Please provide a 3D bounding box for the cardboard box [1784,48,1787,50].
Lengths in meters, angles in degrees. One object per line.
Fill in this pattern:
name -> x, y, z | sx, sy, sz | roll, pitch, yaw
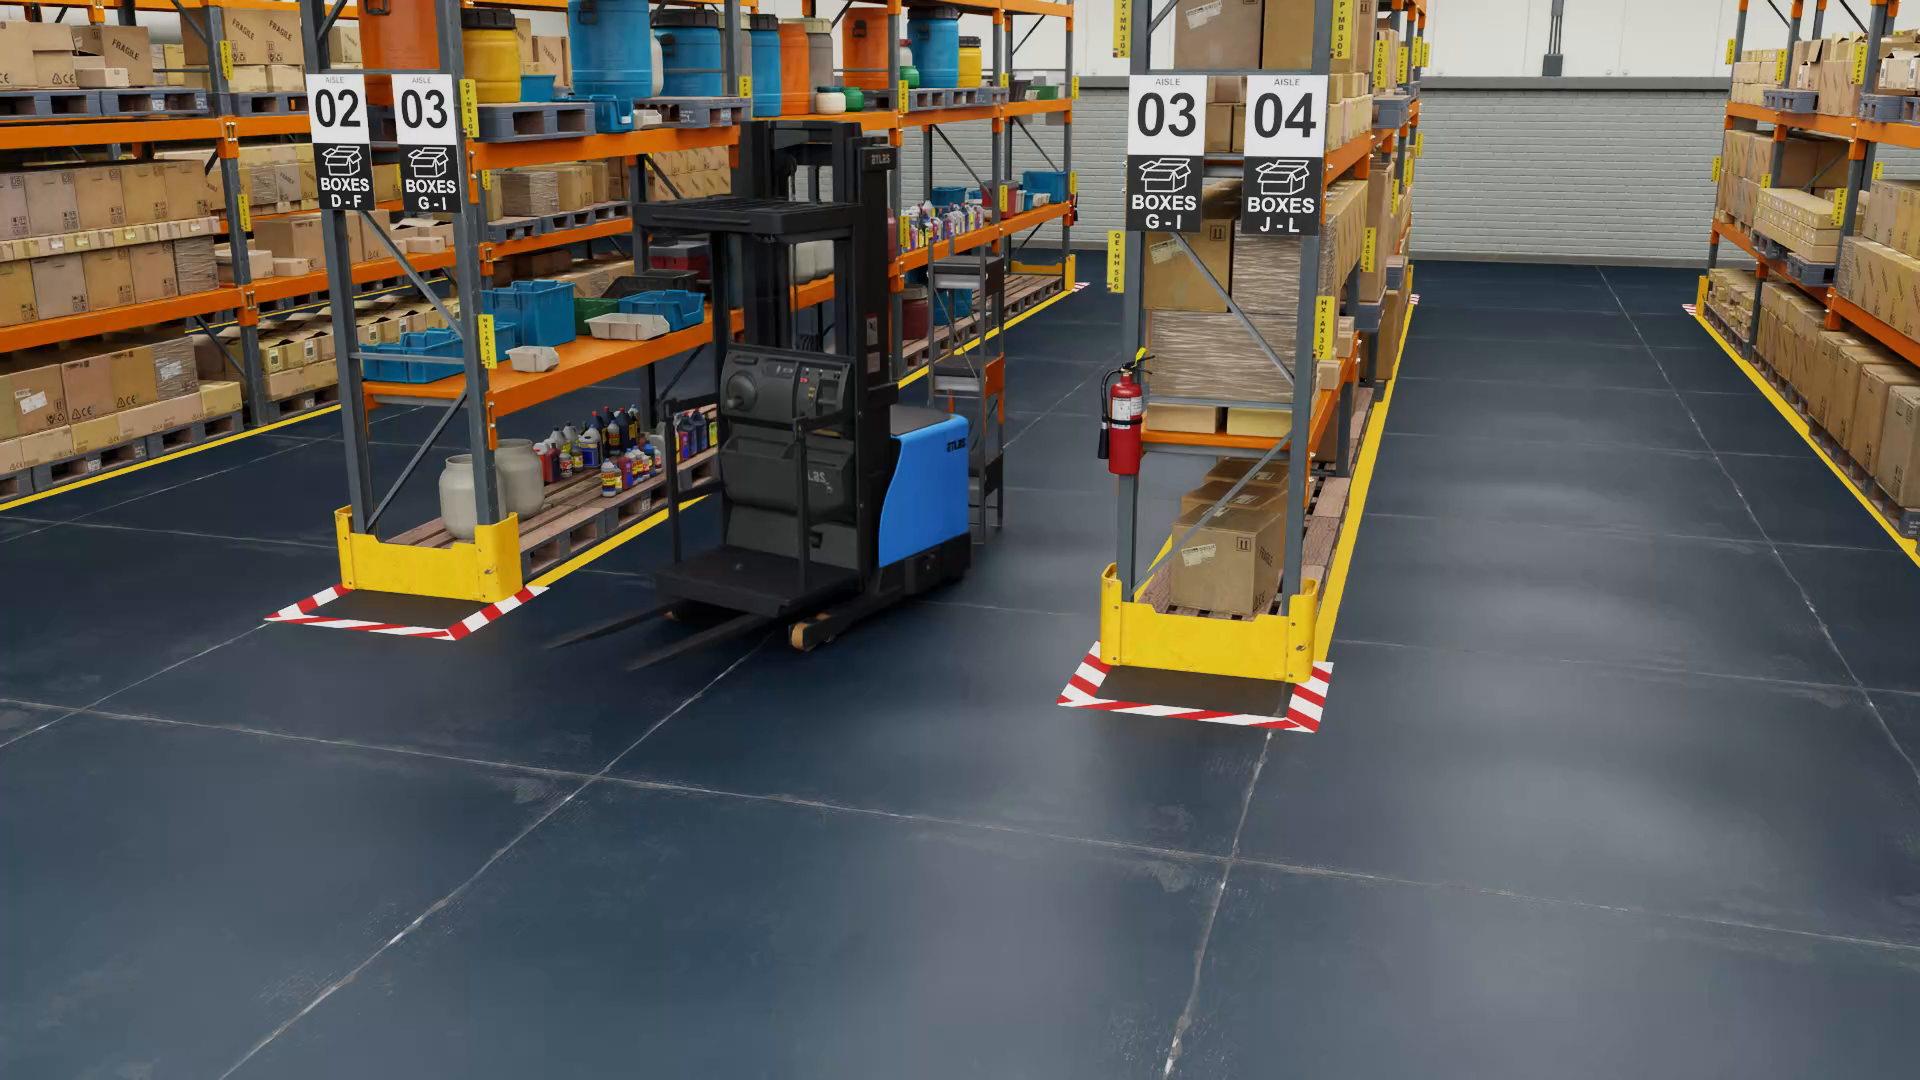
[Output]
cardboard box -> 9.327, -5.362, 18.368 | 0.380, 0.149, 0.250 | 4, 16, 13

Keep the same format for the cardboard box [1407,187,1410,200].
cardboard box -> 5.739, -4.571, 22.178 | 0.500, 0.250, 0.500 | 4, 16, 14

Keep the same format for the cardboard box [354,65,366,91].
cardboard box -> -6.239, -4.752, 17.095 | 0.500, 0.250, 0.500 | 4, 16, 15

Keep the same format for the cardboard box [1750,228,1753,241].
cardboard box -> 9.326, -3.504, 19.146 | 0.380, 0.149, 0.250 | 4, 16, 14

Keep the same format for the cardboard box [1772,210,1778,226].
cardboard box -> 8.655, -3.338, 17.248 | 0.380, 0.149, 0.250 | 5, 17, 18

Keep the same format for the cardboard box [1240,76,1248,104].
cardboard box -> 1.664, -2.344, 8.645 | 0.380, 0.149, 0.250 | 5, 16, 15

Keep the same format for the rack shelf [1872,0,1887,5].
rack shelf -> 7.796, -4.234, 12.316 | 1.077, 0.370, 4.000 | 5, 16, 16

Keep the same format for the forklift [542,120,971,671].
forklift -> -1.155, -0.916, 9.688 | 1.130, 2.935, 3.031 | 10, 19, 32

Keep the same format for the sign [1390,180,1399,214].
sign -> 4.160, -3.300, 15.989 | 0.100, 0.325, 0.005 | 5, 16, 16

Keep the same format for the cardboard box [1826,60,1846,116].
cardboard box -> 8.412, -4.202, 15.465 | 0.500, 0.500, 0.500 | 5, 16, 16

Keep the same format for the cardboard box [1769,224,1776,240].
cardboard box -> 8.656, -3.199, 17.303 | 0.380, 0.149, 0.250 | 4, 16, 13

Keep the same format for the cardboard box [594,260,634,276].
cardboard box -> -4.588, -3.494, 22.425 | 0.500, 0.500, 0.500 | 5, 16, 16

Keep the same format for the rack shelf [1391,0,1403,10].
rack shelf -> 3.069, -4.645, 13.766 | 1.077, 0.370, 4.000 | 5, 16, 16

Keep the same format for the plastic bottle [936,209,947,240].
plastic bottle -> -0.235, -3.673, 19.373 | 0.144, 0.351, 0.185 | 5, 16, 16

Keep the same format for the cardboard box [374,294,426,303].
cardboard box -> -6.290, -2.624, 18.827 | 0.500, 0.311, 0.500 | 5, 17, 18

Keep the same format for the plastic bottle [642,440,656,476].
plastic bottle -> -2.387, -0.630, 12.746 | 0.097, 0.271, 0.097 | 0, 16, 0

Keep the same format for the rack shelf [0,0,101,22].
rack shelf -> -11.178, -5.797, 17.828 | 1.077, 0.370, 4.000 | 5, 16, 16

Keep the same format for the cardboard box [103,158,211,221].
cardboard box -> -7.116, -3.099, 14.697 | 0.700, 0.500, 0.500 | 5, 17, 16

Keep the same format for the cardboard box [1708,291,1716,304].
cardboard box -> 10.182, -3.221, 22.142 | 0.380, 0.149, 0.250 | 5, 17, 17

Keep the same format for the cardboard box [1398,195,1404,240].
cardboard box -> 4.903, -3.772, 19.446 | 0.500, 0.500, 0.500 | 5, 16, 16

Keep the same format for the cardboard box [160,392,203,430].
cardboard box -> -7.070, -1.154, 14.671 | 0.500, 0.250, 0.500 | 5, 16, 16

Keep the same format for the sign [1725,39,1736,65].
sign -> 10.117, -6.408, 21.826 | 0.100, 0.325, 0.005 | 5, 16, 16

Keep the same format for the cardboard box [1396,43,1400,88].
cardboard box -> 4.619, -5.408, 18.948 | 0.700, 0.500, 0.500 | 5, 17, 17

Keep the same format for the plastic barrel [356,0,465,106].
plastic barrel -> -3.368, -3.100, 10.209 | 0.600, 0.830, 0.708 | 5, 16, 16

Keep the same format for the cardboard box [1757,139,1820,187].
cardboard box -> 9.375, -4.272, 18.833 | 0.500, 0.500, 0.500 | 4, 16, 14

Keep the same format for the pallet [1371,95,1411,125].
pallet -> 3.070, -3.552, 13.701 | 1.213, 0.211, 1.003 | 5, 16, 16

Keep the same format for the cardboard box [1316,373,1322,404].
cardboard box -> 1.977, -0.923, 10.046 | 0.380, 0.149, 0.250 | 5, 16, 16

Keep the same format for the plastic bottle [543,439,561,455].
plastic bottle -> -3.146, -0.627, 12.730 | 0.152, 0.276, 0.135 | 4, 16, 14

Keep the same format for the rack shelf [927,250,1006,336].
rack shelf -> 0.047, -1.714, 11.508 | 0.431, 0.518, 0.480 | 5, 16, 16

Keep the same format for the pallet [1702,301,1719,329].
pallet -> 10.351, -2.931, 21.777 | 1.003, 0.211, 1.213 | 5, 16, 16

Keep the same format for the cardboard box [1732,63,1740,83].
cardboard box -> 10.261, -6.017, 21.406 | 0.500, 0.250, 0.500 | 5, 17, 17

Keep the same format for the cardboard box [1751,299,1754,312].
cardboard box -> 9.352, -2.686, 19.166 | 0.380, 0.149, 0.250 | 5, 17, 17

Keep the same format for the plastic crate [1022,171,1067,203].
plastic crate -> 1.246, -5.241, 24.637 | 0.616, 0.435, 0.499 | 5, 16, 16

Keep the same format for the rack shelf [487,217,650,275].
rack shelf -> -5.291, -3.767, 20.931 | 1.077, 0.370, 4.000 | 5, 16, 16

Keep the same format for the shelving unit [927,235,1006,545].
shelving unit -> 0.047, -1.053, 11.696 | 0.431, 2.100, 0.503 | 5, 16, 16

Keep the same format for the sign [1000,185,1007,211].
sign -> 0.552, -4.341, 21.130 | 0.100, 0.325, 0.005 | 5, 16, 16

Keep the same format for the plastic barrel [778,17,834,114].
plastic barrel -> -1.553, -4.691, 16.455 | 0.600, 0.901, 0.600 | 0, 16, 0

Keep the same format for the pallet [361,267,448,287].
pallet -> -8.837, -4.191, 26.218 | 1.003, 0.211, 1.213 | 5, 16, 16

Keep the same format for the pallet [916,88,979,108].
pallet -> -0.423, -5.094, 19.140 | 1.003, 0.211, 1.213 | 5, 16, 16

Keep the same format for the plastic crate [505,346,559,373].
plastic crate -> -2.822, -1.194, 11.025 | 0.298, 0.136, 0.250 | 5, 16, 16

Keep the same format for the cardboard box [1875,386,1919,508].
cardboard box -> 7.318, -0.652, 11.984 | 1.050, 0.750, 0.750 | 5, 16, 16

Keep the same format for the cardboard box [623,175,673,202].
cardboard box -> -4.317, -4.796, 23.060 | 0.500, 0.500, 0.500 | 5, 17, 17

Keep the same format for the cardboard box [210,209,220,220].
cardboard box -> -9.955, -4.269, 21.805 | 0.380, 0.149, 0.250 | 5, 17, 17

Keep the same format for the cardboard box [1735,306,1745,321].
cardboard box -> 9.410, -2.680, 19.690 | 0.380, 0.149, 0.250 | 4, 16, 14

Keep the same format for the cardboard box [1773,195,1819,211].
cardboard box -> 8.654, -3.483, 17.214 | 0.380, 0.149, 0.250 | 4, 16, 15

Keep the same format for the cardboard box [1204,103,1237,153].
cardboard box -> 1.257, -2.244, 9.023 | 0.500, 0.250, 0.500 | 5, 17, 17

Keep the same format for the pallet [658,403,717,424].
pallet -> -2.062, -1.025, 15.056 | 1.003, 0.211, 1.213 | 5, 16, 16

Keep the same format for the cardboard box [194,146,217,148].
cardboard box -> -10.134, -5.212, 22.568 | 0.500, 0.250, 0.500 | 4, 16, 14

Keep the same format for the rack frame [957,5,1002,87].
rack frame -> 0.025, -7.137, 20.501 | 1.000, 3.000, 0.127 | 5, 16, 16

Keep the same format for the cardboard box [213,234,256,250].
cardboard box -> -9.783, -3.774, 22.809 | 0.750, 0.750, 0.750 | 5, 17, 18

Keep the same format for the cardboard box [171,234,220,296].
cardboard box -> -7.116, -2.475, 14.874 | 0.700, 0.500, 0.500 | 4, 16, 14

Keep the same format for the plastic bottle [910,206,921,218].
plastic bottle -> -0.575, -4.004, 20.677 | 0.152, 0.276, 0.135 | 5, 16, 16

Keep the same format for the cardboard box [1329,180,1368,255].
cardboard box -> 2.637, -2.307, 11.906 | 0.500, 0.500, 0.500 | 5, 16, 16

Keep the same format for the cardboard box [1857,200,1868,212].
cardboard box -> 9.128, -3.292, 16.538 | 0.380, 0.149, 0.250 | 4, 16, 15

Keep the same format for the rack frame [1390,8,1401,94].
rack frame -> 3.637, -5.707, 15.458 | 1.000, 3.000, 0.127 | 5, 16, 16
